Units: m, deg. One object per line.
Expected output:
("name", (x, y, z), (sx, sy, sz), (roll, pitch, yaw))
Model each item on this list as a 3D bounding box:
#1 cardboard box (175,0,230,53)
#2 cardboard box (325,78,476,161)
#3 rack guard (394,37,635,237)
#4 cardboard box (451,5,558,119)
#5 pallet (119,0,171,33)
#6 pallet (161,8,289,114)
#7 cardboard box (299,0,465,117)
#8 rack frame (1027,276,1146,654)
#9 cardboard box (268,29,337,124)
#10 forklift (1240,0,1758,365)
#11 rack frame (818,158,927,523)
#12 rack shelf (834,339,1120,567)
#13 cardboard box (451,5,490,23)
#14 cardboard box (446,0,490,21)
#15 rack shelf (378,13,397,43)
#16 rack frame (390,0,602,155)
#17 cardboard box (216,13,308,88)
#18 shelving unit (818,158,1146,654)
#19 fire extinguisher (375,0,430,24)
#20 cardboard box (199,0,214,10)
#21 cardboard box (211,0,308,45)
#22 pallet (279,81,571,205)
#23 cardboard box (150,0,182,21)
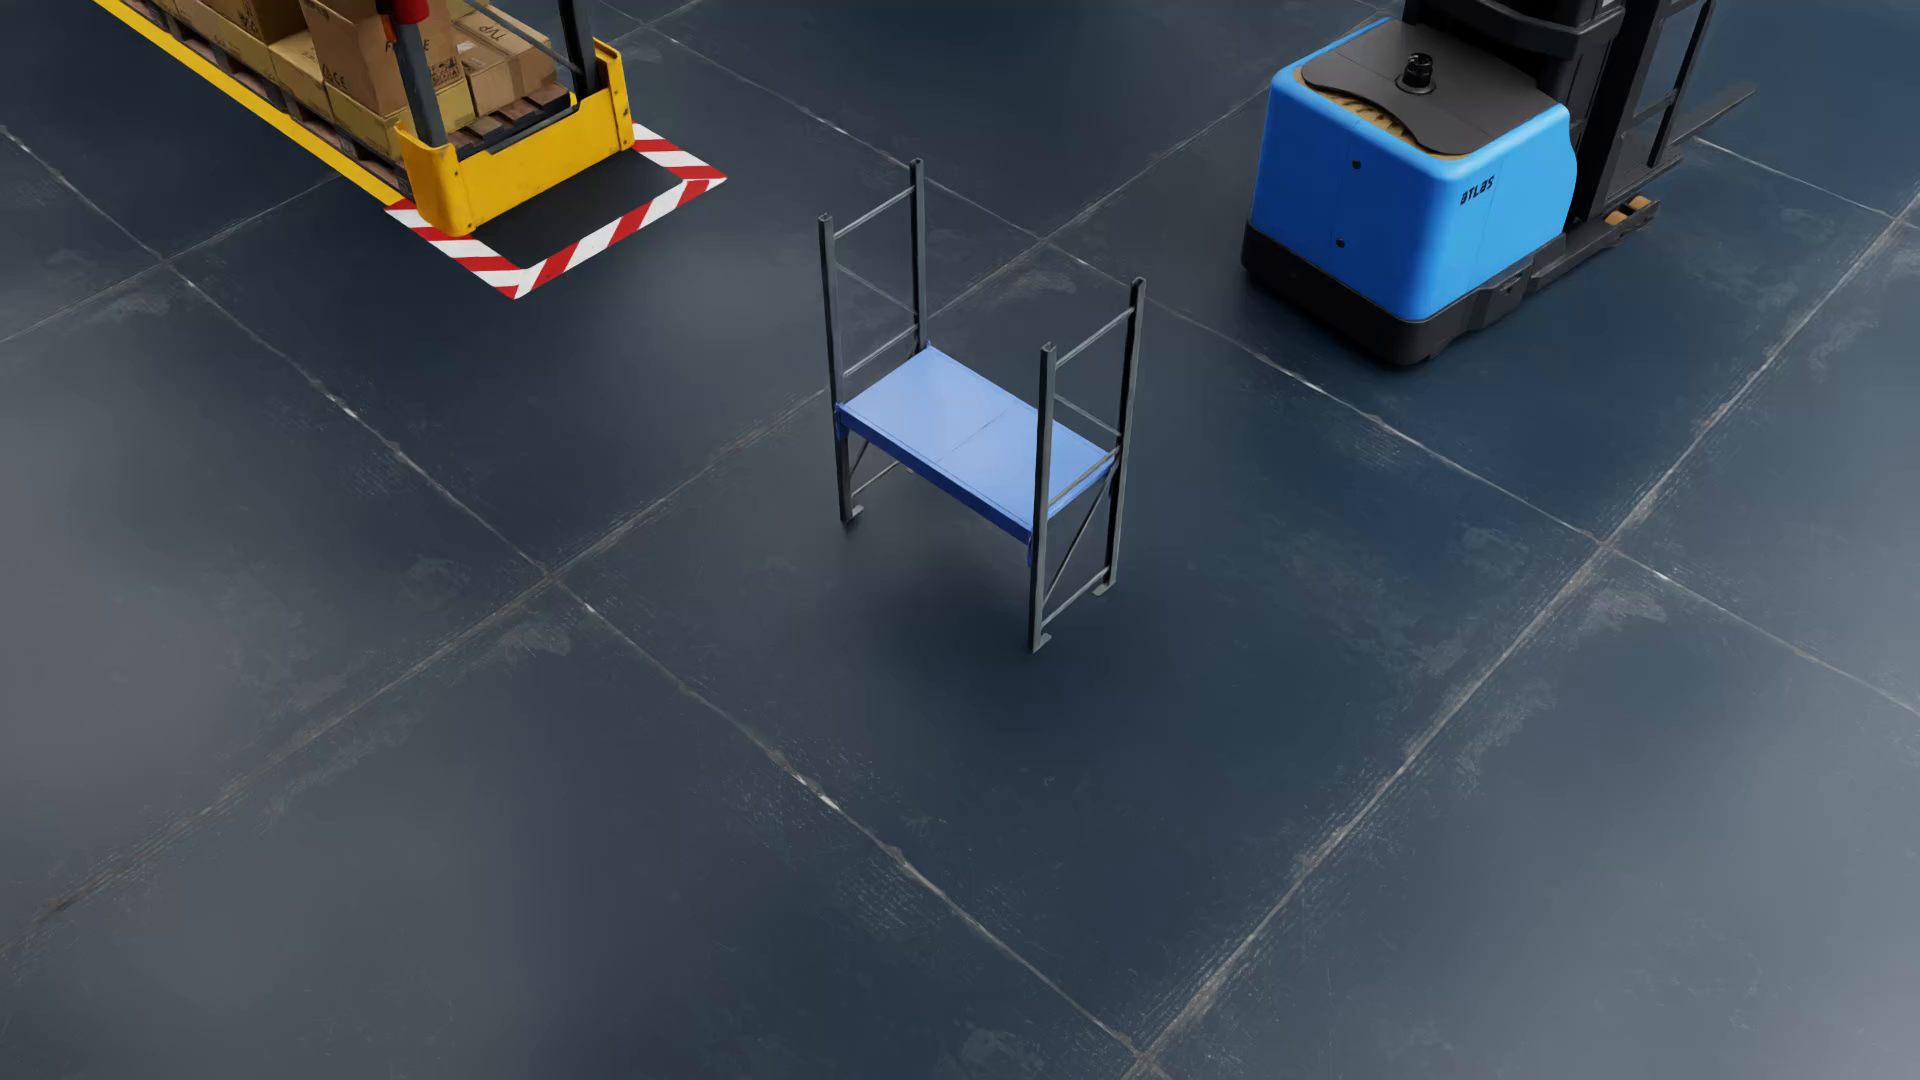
("cardboard box", (-3.921, -2.943, 9.054), (0.500, 0.250, 0.500), (34, 55, 28))
("cardboard box", (-2.810, -2.208, 8.363), (0.500, 0.250, 0.500), (34, 55, 28))
("rack guard", (-2.198, -2.031, 8.314), (0.348, 0.500, 1.175), (34, 55, 28))
("cardboard box", (-2.459, -2.485, 8.624), (0.500, 0.250, 0.500), (34, 55, 28))
("pallet", (-4.599, -3.506, 9.897), (1.213, 0.211, 1.003), (34, 55, 28))
("pallet", (-3.698, -2.903, 9.331), (1.213, 0.211, 1.003), (34, 55, 28))
("cardboard box", (-2.812, -2.463, 8.089), (0.500, 0.500, 0.500), (34, 55, 28))
("rack frame", (0.436, -0.220, 5.928), (0.032, 1.500, 0.500), (34, 55, 28))
("cardboard box", (-3.186, -2.449, 8.589), (0.500, 0.250, 0.500), (34, 55, 28))
("forklift", (2.787, -2.700, 7.274), (3.031, 2.935, 1.130), (-31, 54, -26))
("rack frame", (-0.311, -0.723, 6.400), (0.032, 1.500, 0.500), (34, 55, 28))
("rack shelf", (0.063, -0.348, 6.295), (1.000, 0.185, 0.538), (34, 55, 28))
("cardboard box", (-2.829, -2.730, 8.854), (0.500, 0.250, 0.500), (34, 55, 28))
("cardboard box", (-2.828, -2.988, 8.582), (0.500, 0.500, 0.500), (34, 55, 28))
("rack shelf", (-3.685, -3.641, 8.604), (4.000, 0.370, 1.077), (34, 55, 28))
("rack frame", (-2.216, -2.898, 7.414), (0.127, 3.000, 1.000), (34, 55, 28))
("cardboard box", (-3.554, -2.695, 8.821), (0.500, 0.250, 0.500), (34, 55, 28))
("shelving unit", (0.063, -0.471, 6.164), (1.048, 1.500, 0.538), (34, 55, 28))
("fire extinguisher", (-2.444, -2.565, 7.153), (0.183, 0.674, 0.296), (34, 55, 28))
("cardboard box", (-3.923, -3.198, 8.779), (0.500, 0.500, 0.500), (34, 55, 28))
("cardboard box", (-3.556, -2.950, 8.546), (0.500, 0.500, 0.500), (34, 55, 28))
("pallet", (-2.806, -2.300, 8.764), (1.213, 0.211, 1.003), (34, 55, 28))
("cardboard box", (-4.292, -3.187, 9.283), (0.500, 0.250, 0.500), (34, 55, 28))
